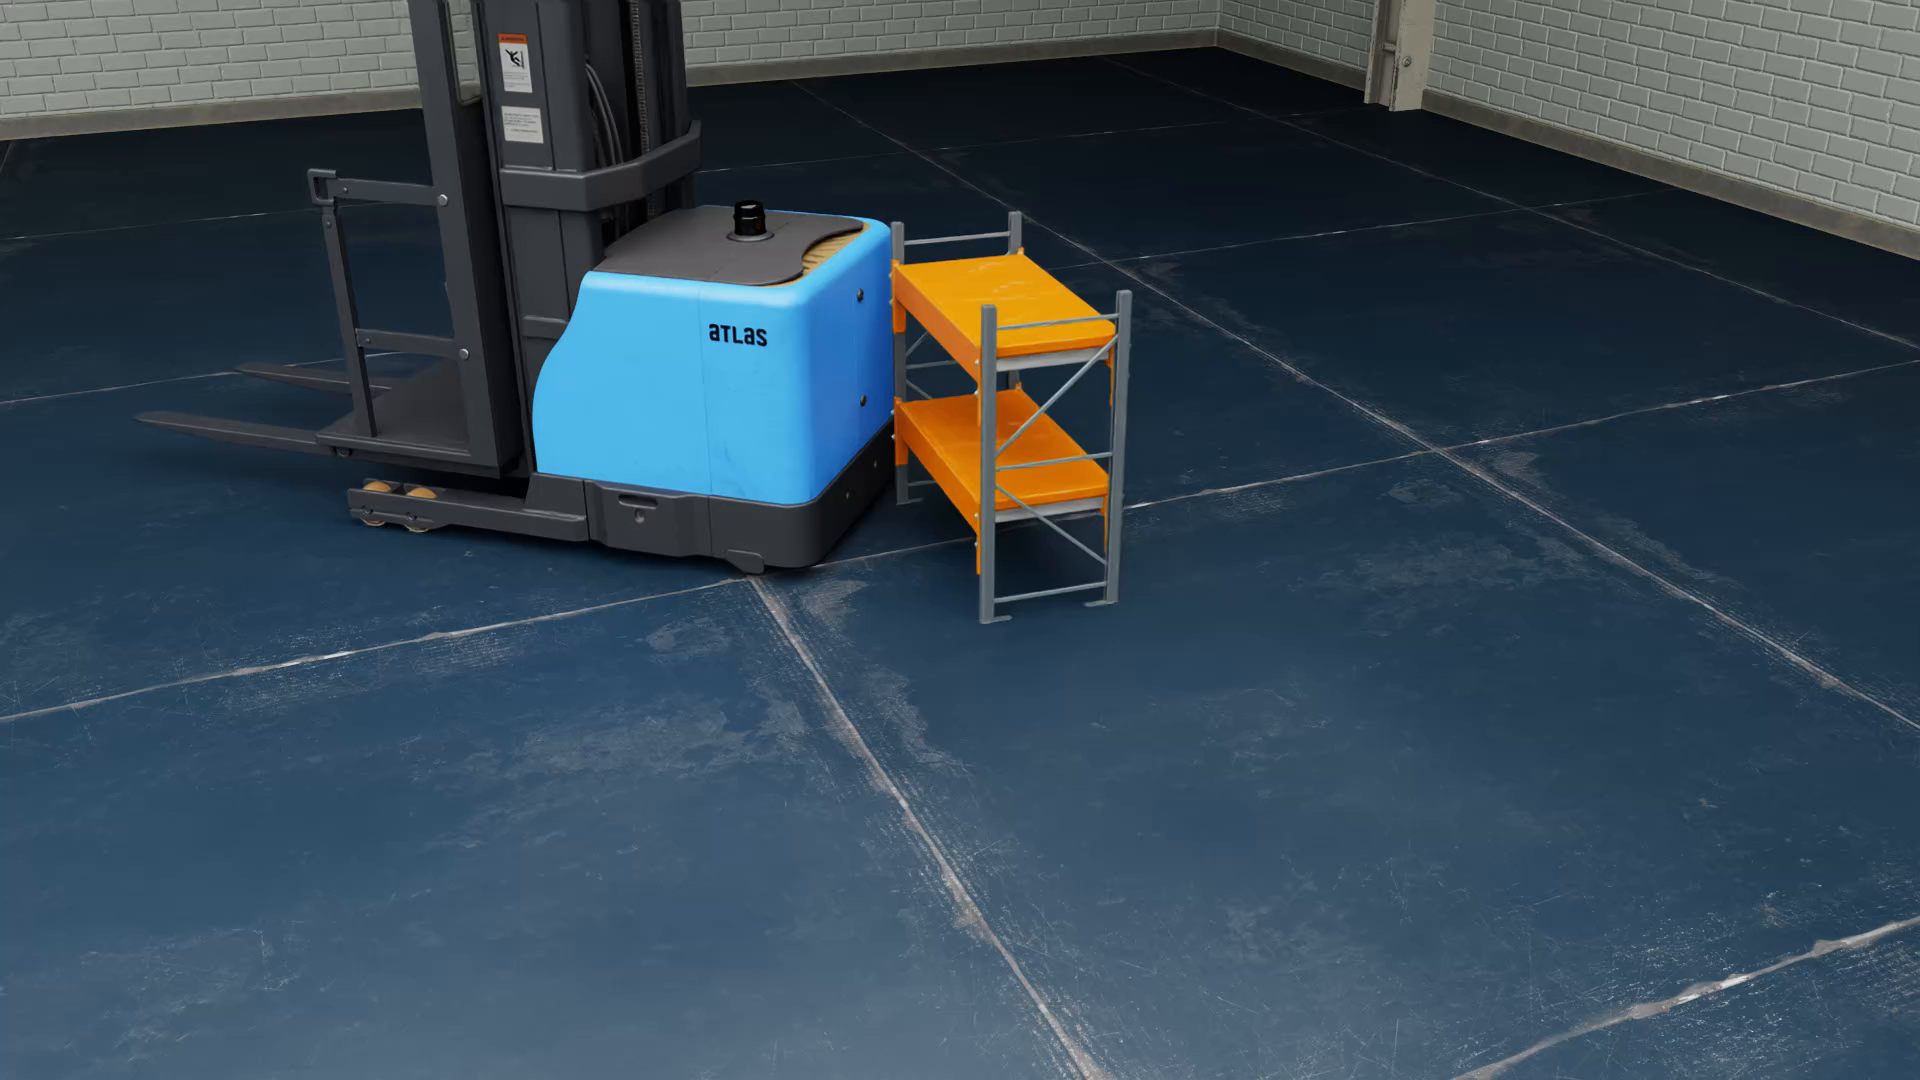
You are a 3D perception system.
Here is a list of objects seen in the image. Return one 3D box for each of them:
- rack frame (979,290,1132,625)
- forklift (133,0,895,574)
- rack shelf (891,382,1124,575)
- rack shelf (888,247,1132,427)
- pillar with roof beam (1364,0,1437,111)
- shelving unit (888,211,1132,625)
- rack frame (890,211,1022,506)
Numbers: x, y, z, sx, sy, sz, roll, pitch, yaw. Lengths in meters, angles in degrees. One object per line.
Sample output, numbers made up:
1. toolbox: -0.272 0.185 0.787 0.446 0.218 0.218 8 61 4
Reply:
1. rack frame: 0.308 -0.256 5.492 0.500 1.125 0.032 -8 27 -16
2. forklift: -1.817 -1.556 6.097 3.031 2.935 1.130 8 27 15
3. rack shelf: 0.148 -0.248 6.033 0.538 0.278 1.000 -8 27 -16
4. rack shelf: 0.148 -0.731 5.797 0.538 0.278 1.000 -8 27 -16
5. pillar with roof beam: -0.453 -6.823 9.968 9.100 9.000 0.400 -11 28 -21
6. shelving unit: 0.148 -0.468 5.925 0.538 1.125 1.048 -8 27 -16
7. rack frame: -0.012 -0.679 6.359 0.500 1.125 0.032 -8 27 -16
